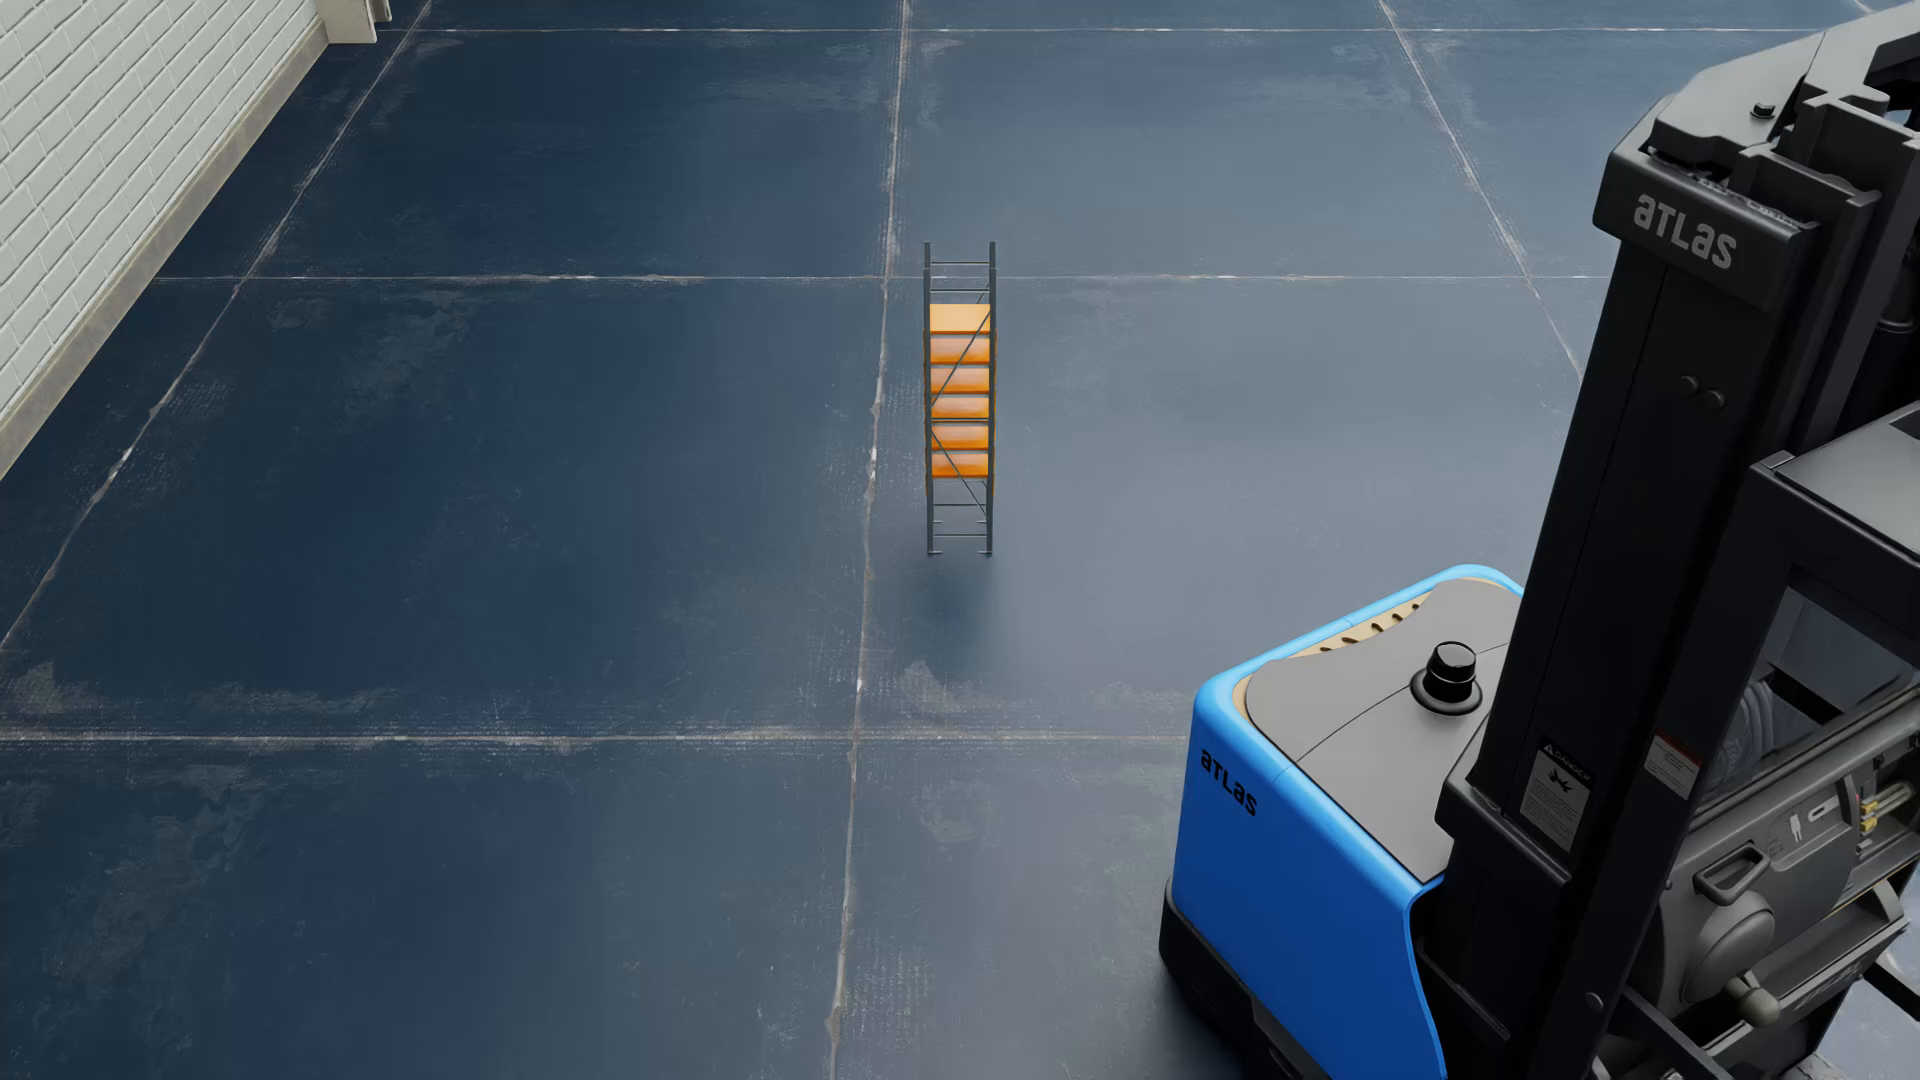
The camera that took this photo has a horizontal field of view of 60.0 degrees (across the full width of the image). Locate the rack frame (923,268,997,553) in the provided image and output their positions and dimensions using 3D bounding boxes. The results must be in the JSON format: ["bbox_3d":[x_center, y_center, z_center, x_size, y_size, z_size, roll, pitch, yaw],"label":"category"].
[{"bbox_3d":[0.000,-0.420,5.815,0.240,1.200,0.006,0,39,0],"label":"rack frame"}]

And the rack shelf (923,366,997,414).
[{"bbox_3d":[0.000,-0.536,5.839,0.258,0.103,0.180,0,39,0],"label":"rack shelf"}]

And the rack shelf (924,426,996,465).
[{"bbox_3d":[0.000,-0.349,5.989,0.258,0.103,0.180,0,39,0],"label":"rack shelf"}]

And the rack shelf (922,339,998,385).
[{"bbox_3d":[0.000,-0.630,5.764,0.258,0.103,0.180,0,39,0],"label":"rack shelf"}]

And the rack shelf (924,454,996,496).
[{"bbox_3d":[0.000,-0.255,6.064,0.258,0.103,0.180,0,39,0],"label":"rack shelf"}]

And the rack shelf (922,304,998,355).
[{"bbox_3d":[0.000,-0.724,5.689,0.258,0.103,0.180,0,39,0],"label":"rack shelf"}]

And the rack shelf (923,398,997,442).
[{"bbox_3d":[0.000,-0.443,5.914,0.258,0.103,0.180,0,39,0],"label":"rack shelf"}]

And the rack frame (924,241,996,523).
[{"bbox_3d":[0.000,-0.534,5.957,0.240,1.200,0.006,0,39,0],"label":"rack frame"}]

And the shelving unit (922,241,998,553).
[{"bbox_3d":[0.000,-0.477,5.886,0.258,1.200,0.189,0,39,0],"label":"shelving unit"}]

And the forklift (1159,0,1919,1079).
[{"bbox_3d":[1.763,0.678,3.060,1.130,2.935,3.031,-21,43,-24],"label":"forklift"}]
